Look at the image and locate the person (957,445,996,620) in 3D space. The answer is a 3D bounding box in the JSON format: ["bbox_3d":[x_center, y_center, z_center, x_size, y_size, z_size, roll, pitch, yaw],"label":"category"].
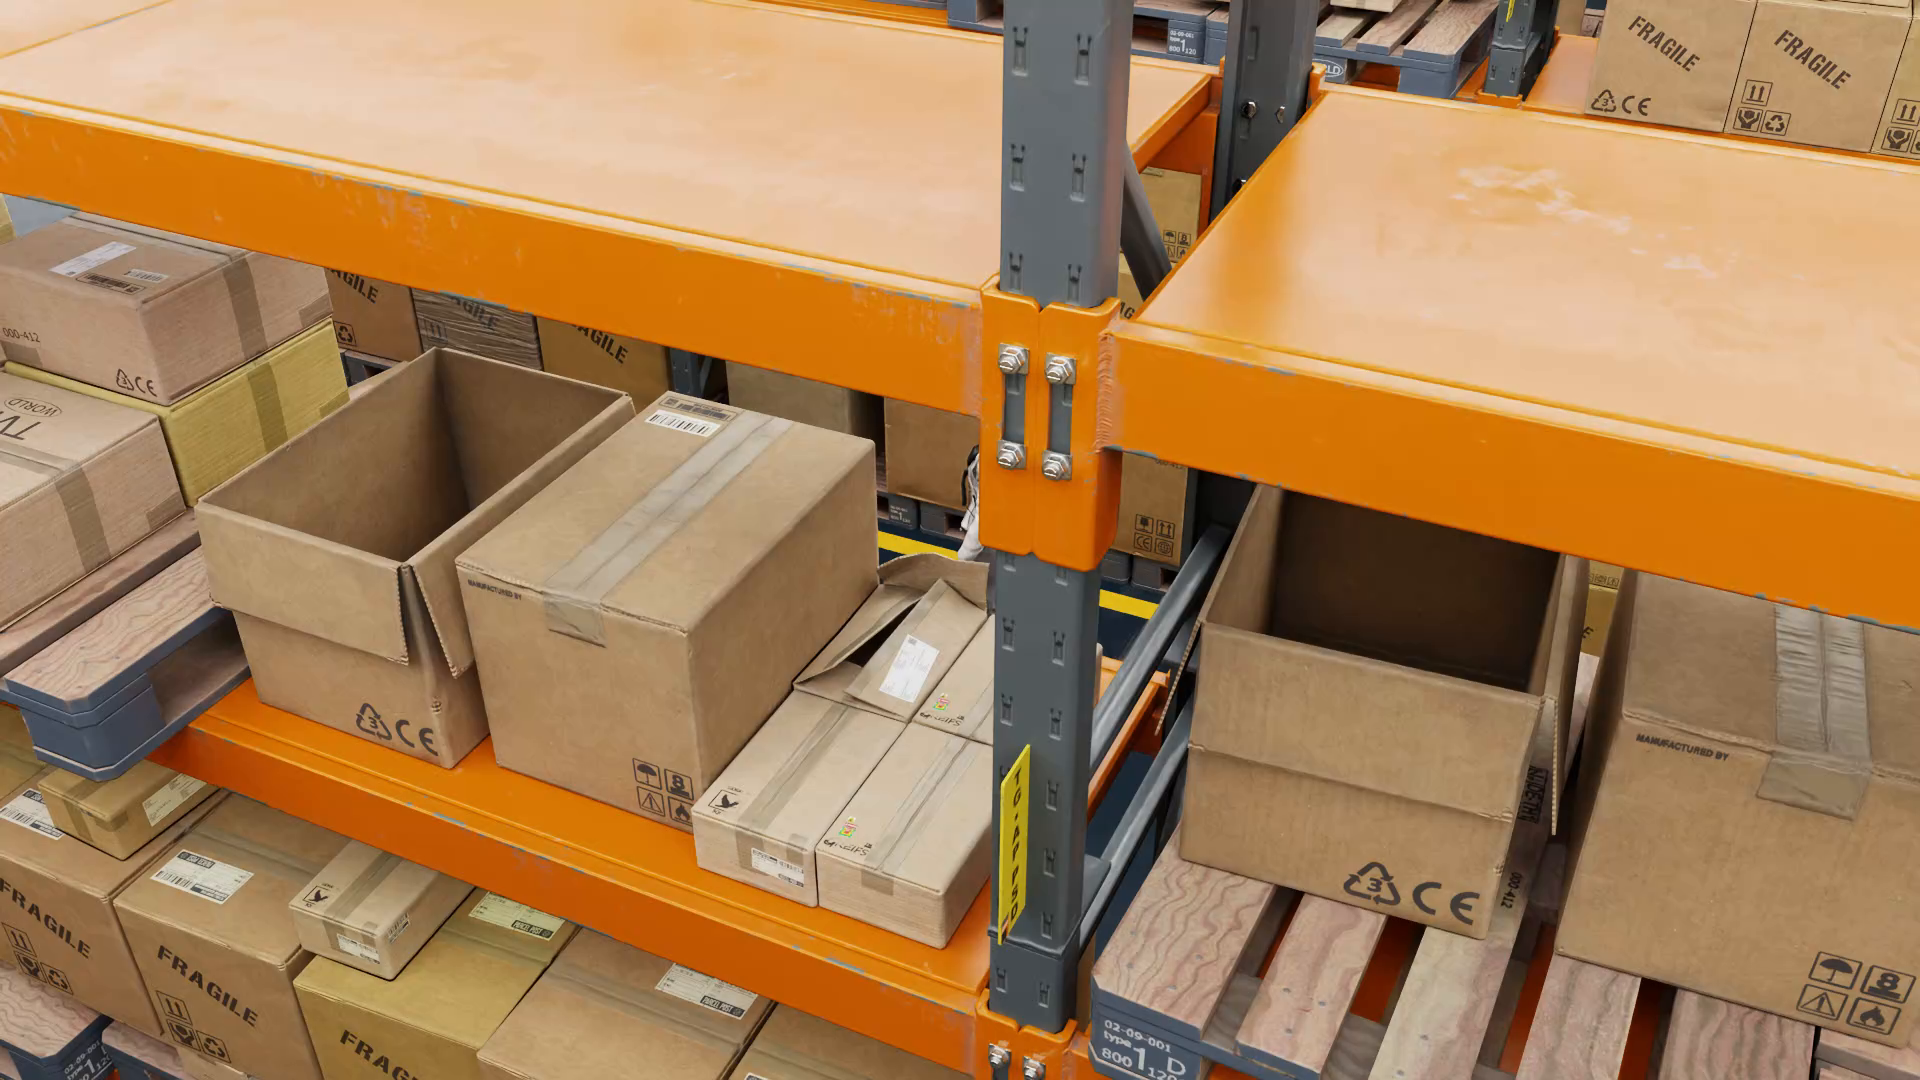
[{"bbox_3d":[0.107,-0.052,7.511,0.530,1.694,0.586,14,37,20],"label":"person"}]
